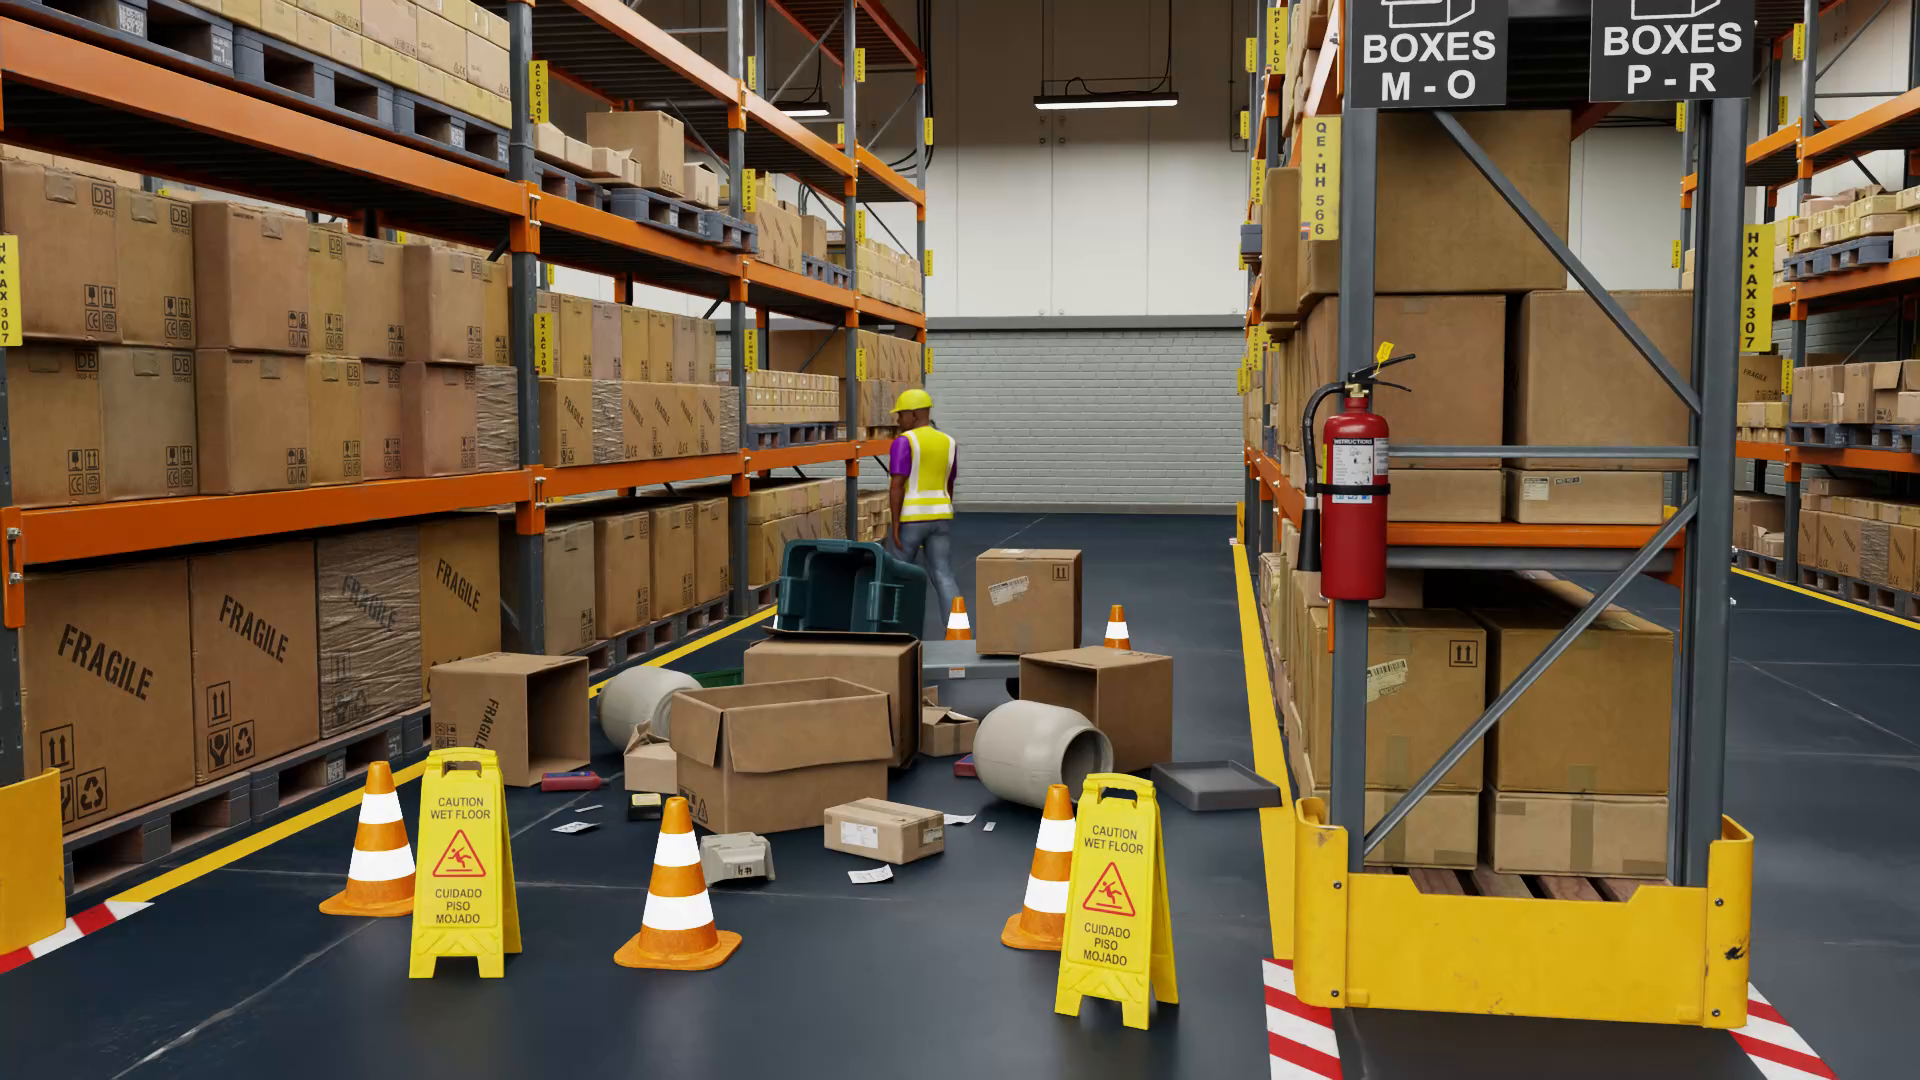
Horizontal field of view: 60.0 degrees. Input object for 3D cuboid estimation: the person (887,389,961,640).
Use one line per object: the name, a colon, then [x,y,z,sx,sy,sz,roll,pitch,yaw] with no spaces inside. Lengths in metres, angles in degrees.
person: [-0.277,-0.126,10.932,0.585,1.727,0.918,-3,5,-35]
